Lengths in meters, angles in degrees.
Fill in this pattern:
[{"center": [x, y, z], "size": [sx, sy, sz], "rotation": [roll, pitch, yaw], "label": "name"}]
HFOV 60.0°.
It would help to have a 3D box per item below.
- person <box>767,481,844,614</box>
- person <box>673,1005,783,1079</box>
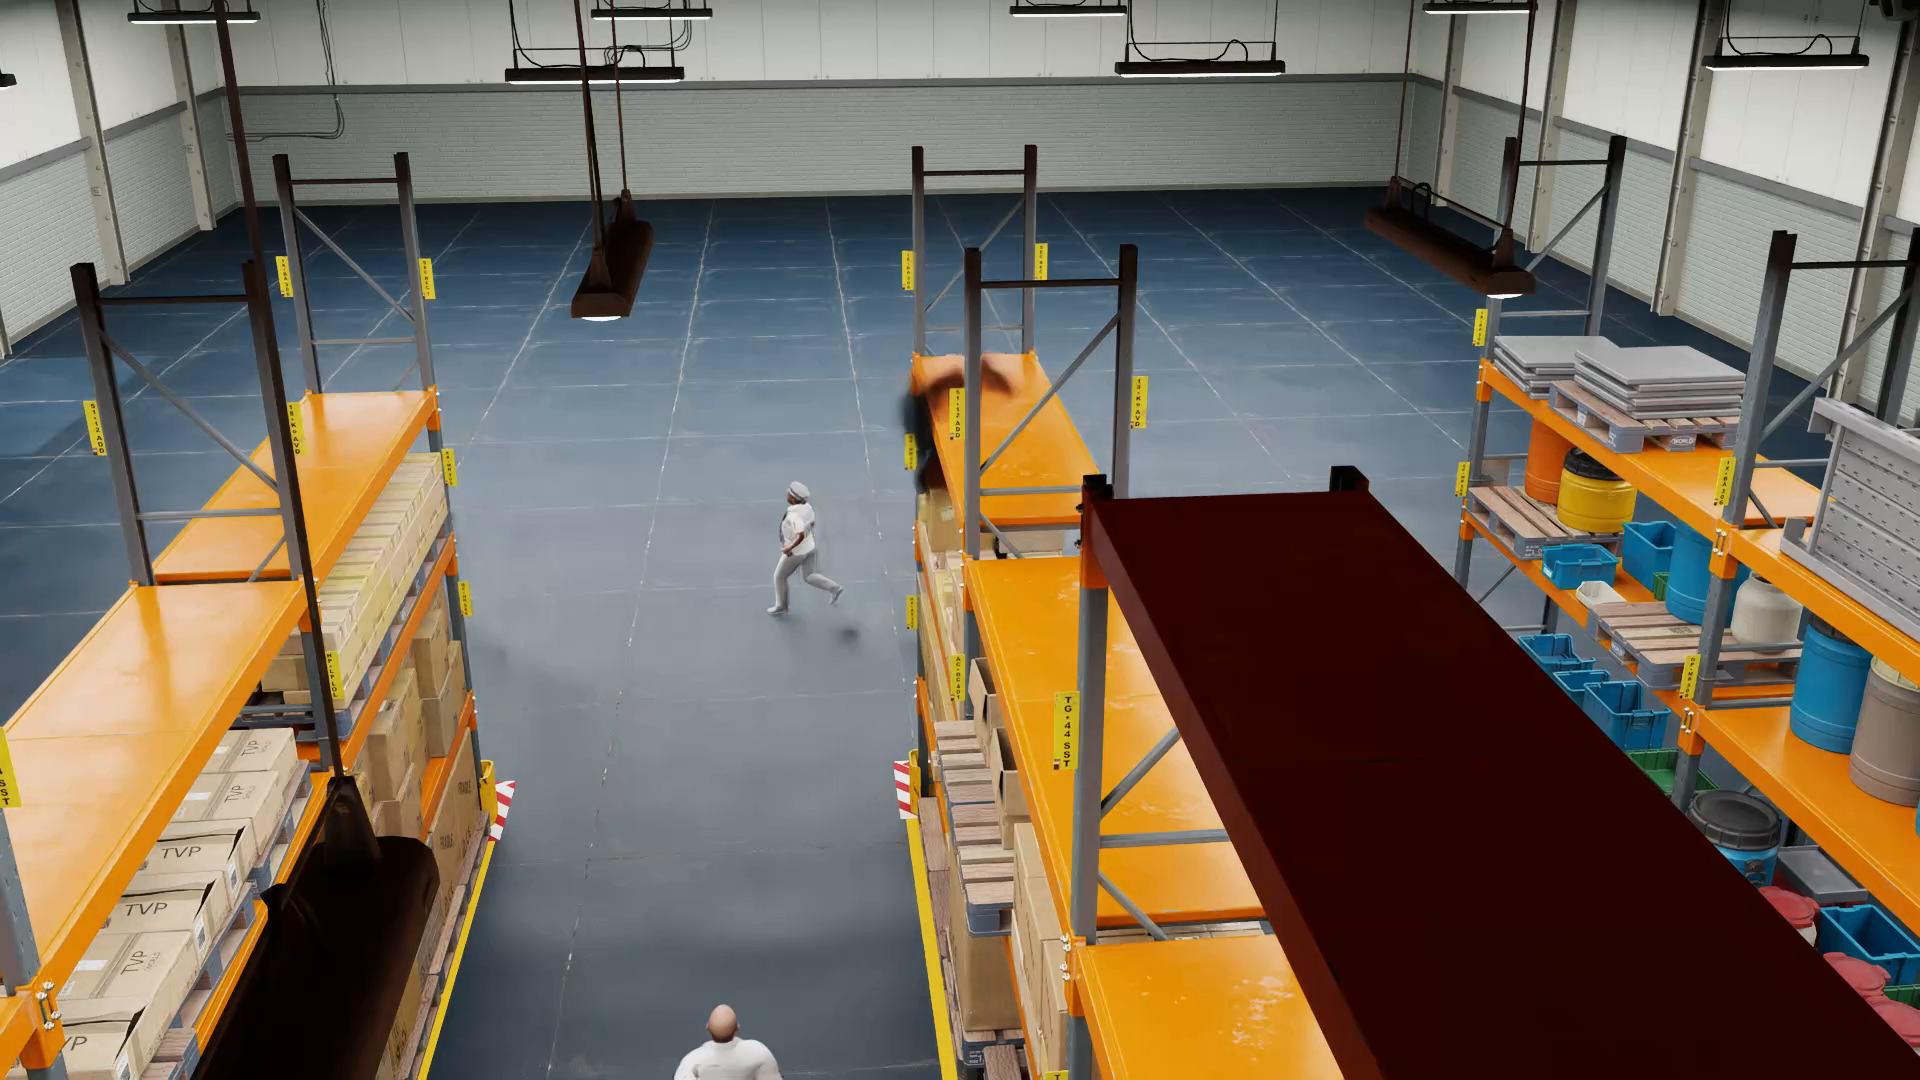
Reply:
[{"center": [-1.812, 0.136, 19.101], "size": [0.982, 1.694, 0.555], "rotation": [11, 24, 26], "label": "person"}, {"center": [-1.436, 3.603, 10.210], "size": [0.724, 1.765, 0.957], "rotation": [-5, 22, -11], "label": "person"}]
